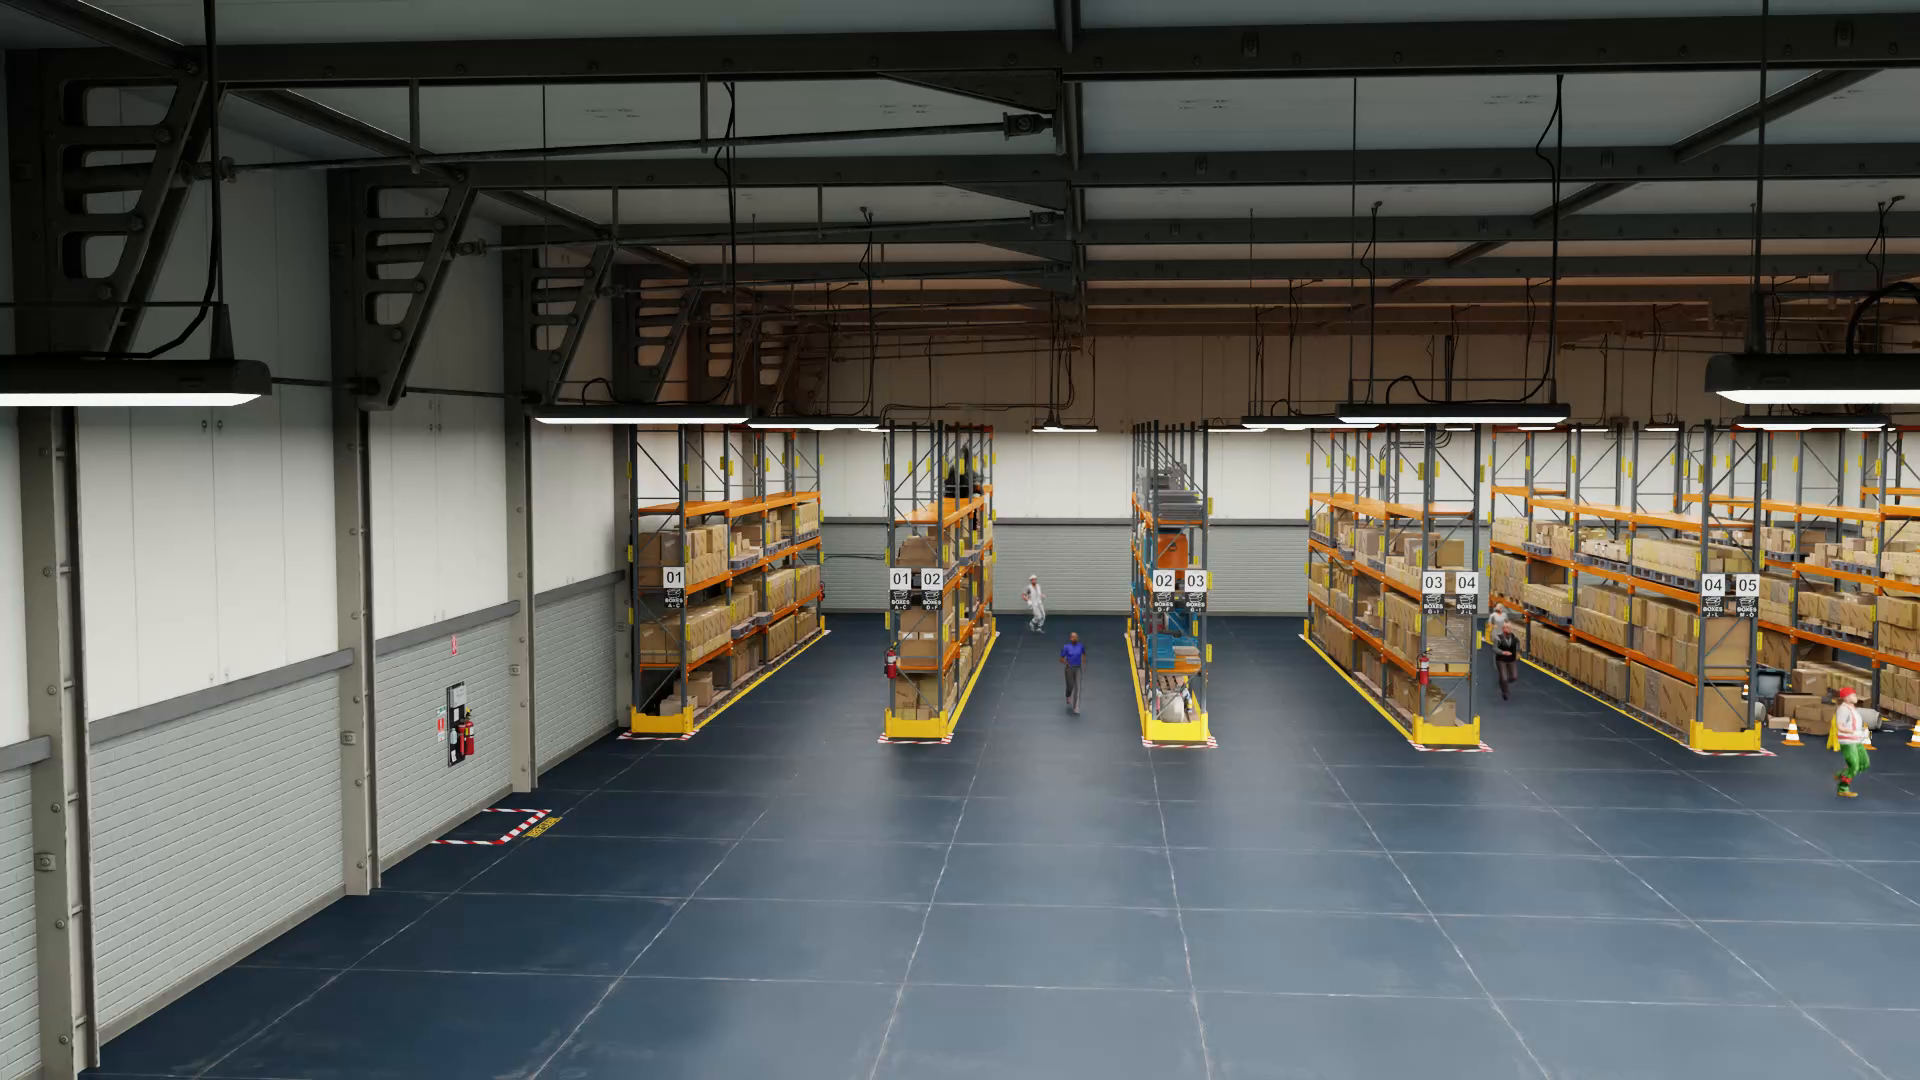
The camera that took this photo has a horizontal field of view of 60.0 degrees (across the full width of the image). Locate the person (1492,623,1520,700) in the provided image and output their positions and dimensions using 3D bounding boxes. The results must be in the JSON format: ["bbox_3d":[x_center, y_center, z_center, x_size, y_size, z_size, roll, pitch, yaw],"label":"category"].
[{"bbox_3d":[11.812,2.626,35.842,0.698,1.672,0.643,0,4,-7],"label":"person"}]

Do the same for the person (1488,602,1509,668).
[{"bbox_3d":[13.154,2.329,40.503,0.552,1.631,0.577,0,4,2],"label":"person"}]

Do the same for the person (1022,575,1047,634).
[{"bbox_3d":[2.168,1.853,47.717,0.661,1.709,0.562,-3,5,-40],"label":"person"}]

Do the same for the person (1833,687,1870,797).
[{"bbox_3d":[14.072,3.185,26.218,0.648,1.740,0.596,-3,5,-43],"label":"person"}]

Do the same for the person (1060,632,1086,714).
[{"bbox_3d":[2.350,2.728,34.430,0.587,1.643,0.902,0,4,-4],"label":"person"}]
